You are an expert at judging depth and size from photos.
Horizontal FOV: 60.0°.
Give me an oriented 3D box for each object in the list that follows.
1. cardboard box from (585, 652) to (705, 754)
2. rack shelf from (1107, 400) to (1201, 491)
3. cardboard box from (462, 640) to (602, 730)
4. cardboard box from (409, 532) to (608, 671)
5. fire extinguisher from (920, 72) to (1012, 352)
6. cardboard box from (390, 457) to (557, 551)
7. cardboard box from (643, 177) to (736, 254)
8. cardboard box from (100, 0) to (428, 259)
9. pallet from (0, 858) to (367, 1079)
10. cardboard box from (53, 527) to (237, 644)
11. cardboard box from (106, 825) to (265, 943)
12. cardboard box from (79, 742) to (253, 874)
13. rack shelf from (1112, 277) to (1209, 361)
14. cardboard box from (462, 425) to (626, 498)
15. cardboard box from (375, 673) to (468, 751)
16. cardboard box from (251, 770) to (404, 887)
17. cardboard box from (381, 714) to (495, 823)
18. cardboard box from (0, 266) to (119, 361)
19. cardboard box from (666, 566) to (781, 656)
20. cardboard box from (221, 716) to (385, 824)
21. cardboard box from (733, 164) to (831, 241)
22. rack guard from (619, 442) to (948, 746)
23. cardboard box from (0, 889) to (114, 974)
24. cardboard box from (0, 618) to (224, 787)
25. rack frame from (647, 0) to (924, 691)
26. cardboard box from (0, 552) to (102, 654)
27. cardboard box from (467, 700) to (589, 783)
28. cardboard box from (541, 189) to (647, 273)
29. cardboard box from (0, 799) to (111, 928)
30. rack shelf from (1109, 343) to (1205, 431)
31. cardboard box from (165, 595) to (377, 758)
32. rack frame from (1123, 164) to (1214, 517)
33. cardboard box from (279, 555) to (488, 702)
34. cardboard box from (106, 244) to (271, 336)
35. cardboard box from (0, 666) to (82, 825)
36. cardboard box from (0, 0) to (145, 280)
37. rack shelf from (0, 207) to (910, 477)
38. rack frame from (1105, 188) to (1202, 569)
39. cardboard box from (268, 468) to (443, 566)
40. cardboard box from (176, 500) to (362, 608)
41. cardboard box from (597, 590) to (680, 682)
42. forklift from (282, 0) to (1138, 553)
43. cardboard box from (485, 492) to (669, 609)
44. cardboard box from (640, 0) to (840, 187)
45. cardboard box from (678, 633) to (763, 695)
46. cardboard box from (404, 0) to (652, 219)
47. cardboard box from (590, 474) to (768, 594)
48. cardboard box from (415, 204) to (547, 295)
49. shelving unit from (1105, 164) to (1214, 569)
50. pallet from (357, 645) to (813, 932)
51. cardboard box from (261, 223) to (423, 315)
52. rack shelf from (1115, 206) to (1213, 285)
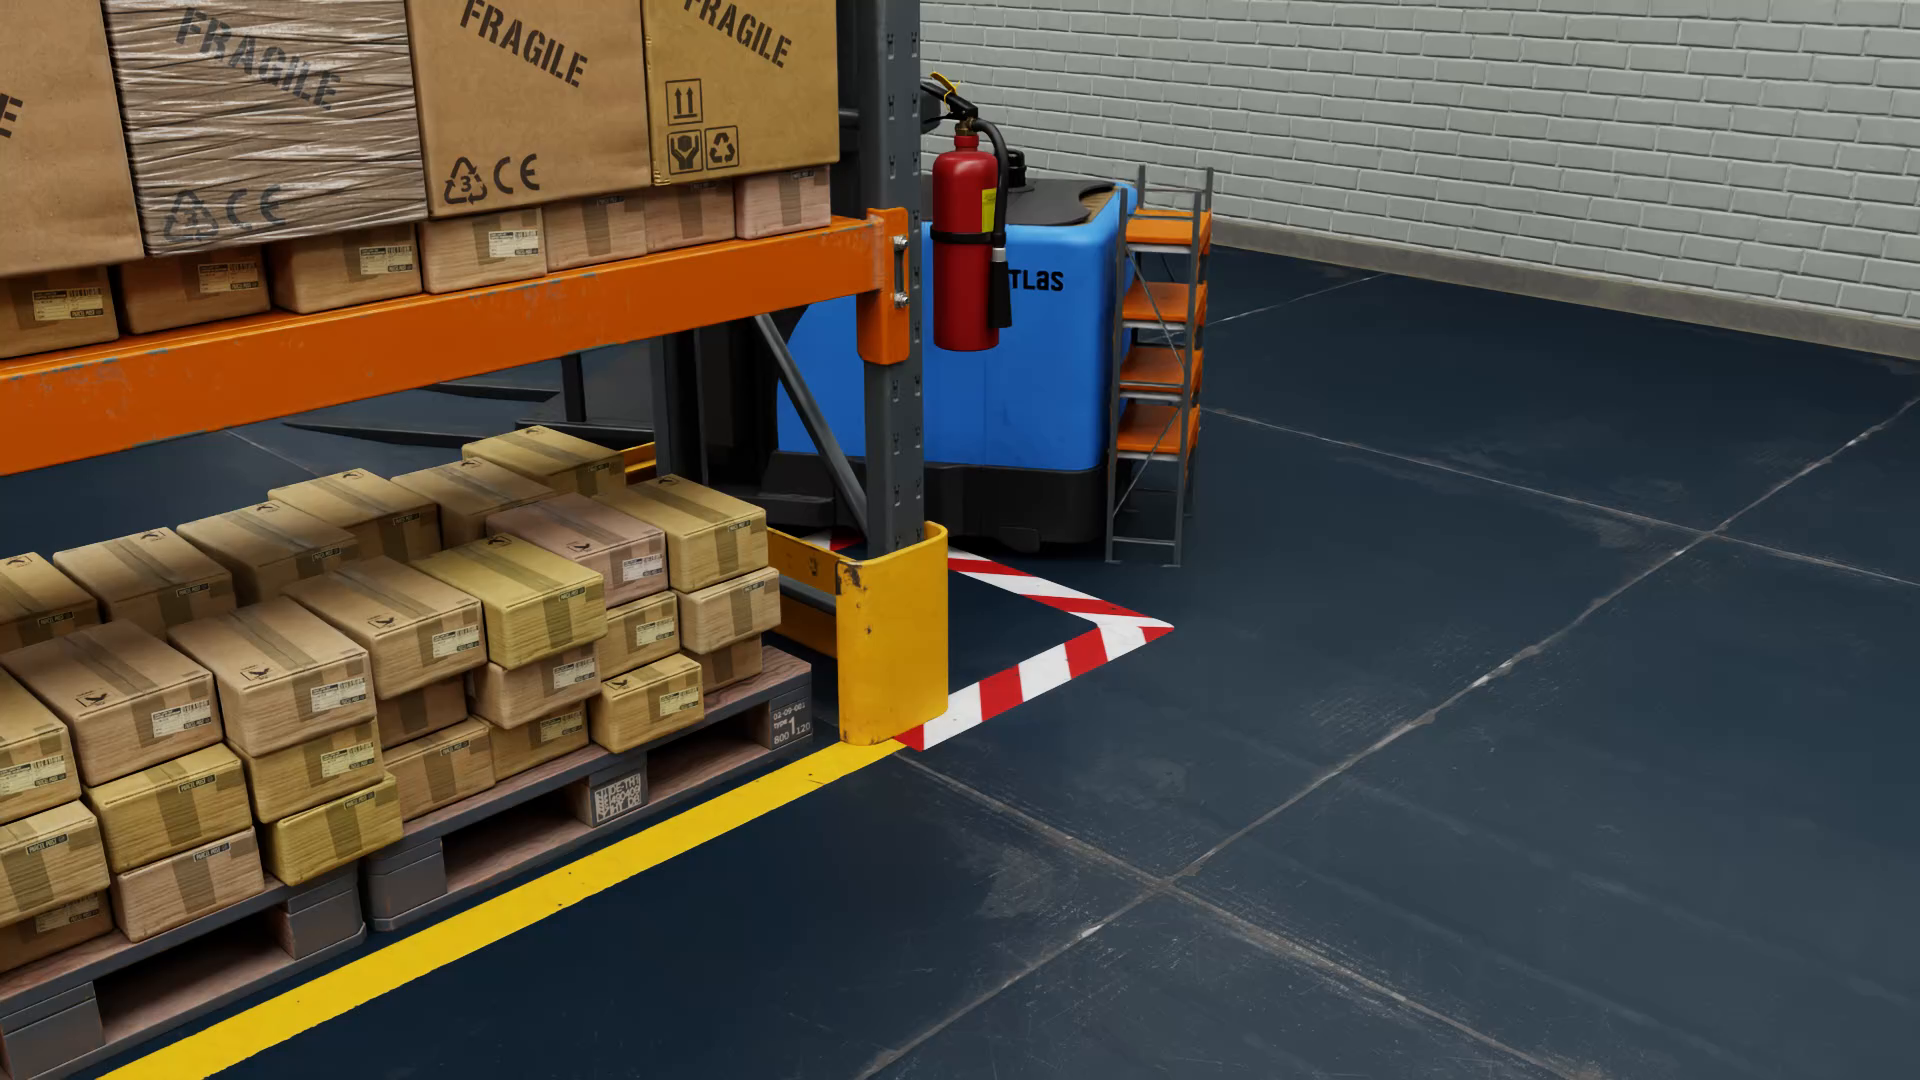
[{"bbox_3d":[-0.815,0.336,3.908,0.250,0.149,0.380,-19,28,-40],"label":"cardboard box"},{"bbox_3d":[0.642,-0.317,5.465,0.258,0.148,0.480,5,22,11],"label":"rack shelf"},{"bbox_3d":[-1.015,0.259,3.693,0.380,0.149,0.250,18,27,39],"label":"cardboard box"},{"bbox_3d":[-0.984,0.127,3.621,0.380,0.149,0.250,18,28,39],"label":"cardboard box"},{"bbox_3d":[0.016,-0.817,4.146,0.296,0.674,0.183,19,28,41],"label":"fire extinguisher"},{"bbox_3d":[-1.205,-0.070,4.135,0.250,0.149,0.380,-20,28,-41],"label":"cardboard box"},{"bbox_3d":[-0.715,-0.751,3.699,0.380,0.149,0.250,19,28,41],"label":"cardboard box"},{"bbox_3d":[-1.329,-0.820,2.972,0.500,0.500,0.500,19,28,41],"label":"cardboard box"},{"bbox_3d":[-1.986,0.755,3.315,1.003,0.211,1.213,19,28,41],"label":"pallet"},{"bbox_3d":[-1.787,0.116,3.651,0.250,0.149,0.380,-19,28,-40],"label":"cardboard box"},{"bbox_3d":[-1.562,0.595,3.233,0.250,0.149,0.380,-20,28,-41],"label":"cardboard box"},{"bbox_3d":[-1.559,0.457,3.179,0.250,0.149,0.380,-18,28,-39],"label":"cardboard box"},{"bbox_3d":[0.645,-0.711,5.313,0.258,0.148,0.480,5,22,11],"label":"rack shelf"},{"bbox_3d":[-1.099,-0.171,4.398,0.380,0.149,0.250,18,27,38],"label":"cardboard box"},{"bbox_3d":[-1.276,0.303,3.580,0.380,0.149,0.250,19,28,40],"label":"cardboard box"},{"bbox_3d":[-1.357,0.530,3.402,0.380,0.149,0.250,18,27,38],"label":"cardboard box"},{"bbox_3d":[-1.224,0.449,3.614,0.380,0.149,0.250,20,28,41],"label":"cardboard box"},{"bbox_3d":[-1.650,-0.425,2.848,0.250,0.149,0.380,-20,28,-41],"label":"cardboard box"},{"bbox_3d":[-0.654,0.125,4.042,0.380,0.149,0.250,18,28,39],"label":"cardboard box"},{"bbox_3d":[-1.367,0.396,3.338,0.250,0.149,0.380,-20,28,-41],"label":"cardboard box"},{"bbox_3d":[-0.515,-0.806,3.841,0.380,0.149,0.250,19,28,41],"label":"cardboard box"},{"bbox_3d":[-0.543,0.109,4.595,1.175,0.500,0.348,19,28,41],"label":"rack guard"},{"bbox_3d":[-1.792,0.642,3.113,0.250,0.149,0.380,-19,28,-41],"label":"cardboard box"},{"bbox_3d":[-1.621,0.301,3.170,0.380,0.149,0.250,18,27,39],"label":"cardboard box"},{"bbox_3d":[-0.490,-1.078,4.198,1.000,3.000,0.127,19,28,41],"label":"rack frame"},{"bbox_3d":[-2.003,0.172,3.505,0.250,0.149,0.380,-20,28,-41],"label":"cardboard box"},{"bbox_3d":[-1.061,0.382,3.787,0.380,0.149,0.250,19,28,40],"label":"cardboard box"},{"bbox_3d":[-0.880,-0.683,3.521,0.380,0.149,0.250,19,28,40],"label":"cardboard box"},{"bbox_3d":[-1.731,0.535,2.977,0.380,0.149,0.250,20,28,41],"label":"cardboard box"},{"bbox_3d":[0.643,-0.502,5.393,0.258,0.148,0.480,5,22,11],"label":"rack shelf"},{"bbox_3d":[-1.357,0.261,3.274,0.250,0.149,0.380,-19,28,-40],"label":"cardboard box"},{"bbox_3d":[0.695,-0.650,5.592,0.240,1.200,0.015,5,22,11],"label":"rack frame"},{"bbox_3d":[-1.210,0.178,3.490,0.380,0.149,0.250,18,27,39],"label":"cardboard box"},{"bbox_3d":[-1.477,-0.497,3.037,0.380,0.149,0.250,18,27,38],"label":"cardboard box"},{"bbox_3d":[-1.783,0.375,2.976,0.380,0.149,0.250,19,28,41],"label":"cardboard box"},{"bbox_3d":[-1.684,-0.694,2.645,0.500,0.500,0.500,-18,28,-39],"label":"cardboard box"},{"bbox_3d":[-1.885,-0.228,2.989,1.077,0.370,4.000,19,28,41],"label":"rack shelf"},{"bbox_3d":[0.592,-0.479,5.146,0.240,1.200,0.015,5,22,11],"label":"rack frame"},{"bbox_3d":[-1.473,-0.037,4.050,0.380,0.149,0.250,19,28,40],"label":"cardboard box"},{"bbox_3d":[-1.586,0.047,3.830,0.380,0.149,0.250,18,27,38],"label":"cardboard box"},{"bbox_3d":[-0.875,0.179,3.902,0.380,0.149,0.250,18,28,39],"label":"cardboard box"},{"bbox_3d":[-0.927,-1.585,5.613,3.031,2.935,1.130,5,22,12],"label":"forklift"},{"bbox_3d":[-0.894,0.029,3.877,0.250,0.149,0.380,-20,28,-41],"label":"cardboard box"},{"bbox_3d":[-0.619,-1.083,3.658,0.500,0.500,0.500,-19,28,-41],"label":"cardboard box"},{"bbox_3d":[-0.708,0.244,4.146,0.250,0.149,0.380,-20,28,-41],"label":"cardboard box"},{"bbox_3d":[-0.982,-0.952,3.317,0.500,0.500,0.500,19,28,40],"label":"cardboard box"},{"bbox_3d":[-0.678,-0.021,4.008,0.380,0.149,0.250,20,28,41],"label":"cardboard box"},{"bbox_3d":[-1.041,-0.612,3.335,0.250,0.149,0.380,-19,28,-41],"label":"cardboard box"},{"bbox_3d":[0.643,-0.565,5.369,0.258,1.200,0.503,5,22,11],"label":"shelving unit"},{"bbox_3d":[-1.135,0.443,4.127,1.003,0.211,1.213,19,28,41],"label":"pallet"},{"bbox_3d":[-1.246,-0.551,3.178,0.380,0.149,0.250,18,27,38],"label":"cardboard box"},{"bbox_3d":[0.646,-0.931,5.227,0.258,0.148,0.480,5,22,11],"label":"rack shelf"}]
